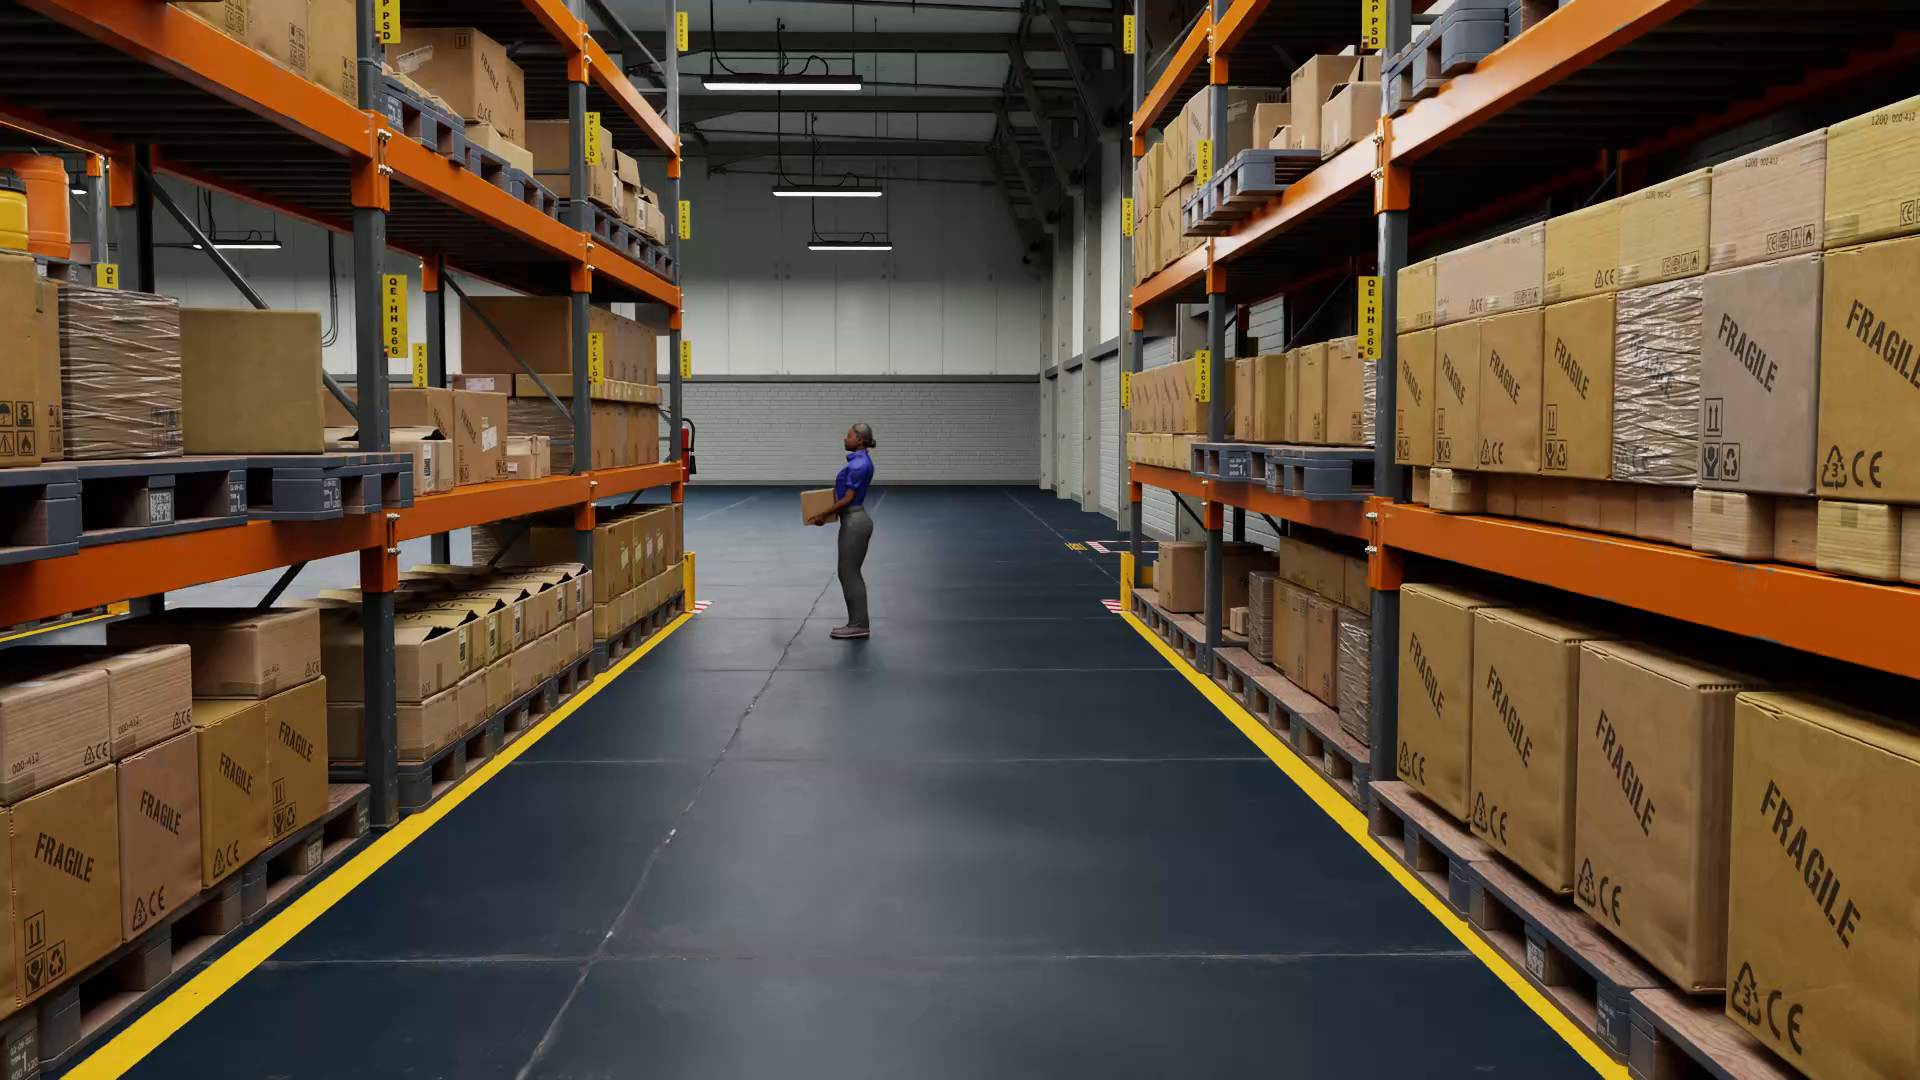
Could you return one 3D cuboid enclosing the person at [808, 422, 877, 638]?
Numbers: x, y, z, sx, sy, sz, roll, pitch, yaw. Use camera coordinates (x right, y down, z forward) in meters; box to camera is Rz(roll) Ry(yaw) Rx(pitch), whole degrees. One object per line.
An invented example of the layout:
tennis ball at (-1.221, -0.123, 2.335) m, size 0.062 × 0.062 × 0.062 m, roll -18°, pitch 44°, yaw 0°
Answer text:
person at (-0.900, -0.080, 12.796) m, size 0.523 × 1.646 × 0.450 m, roll 0°, pitch 4°, yaw -1°
